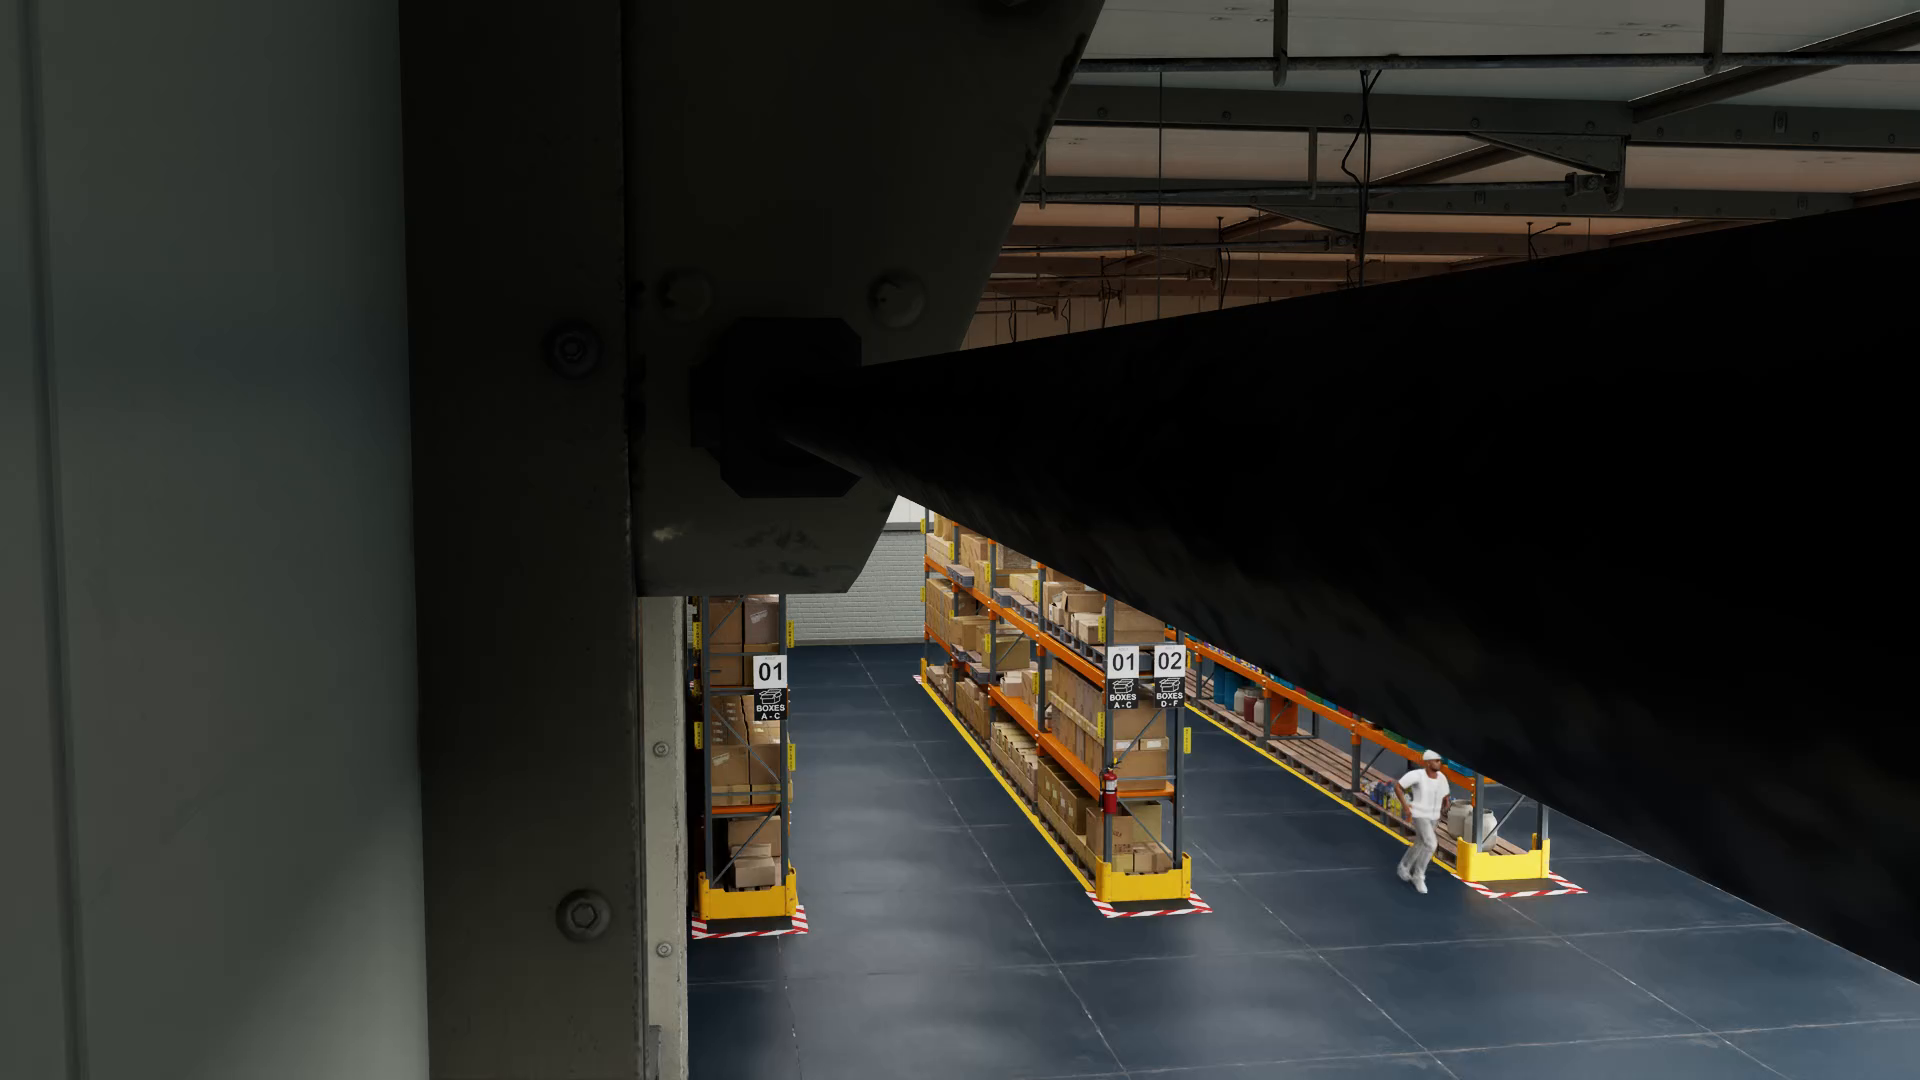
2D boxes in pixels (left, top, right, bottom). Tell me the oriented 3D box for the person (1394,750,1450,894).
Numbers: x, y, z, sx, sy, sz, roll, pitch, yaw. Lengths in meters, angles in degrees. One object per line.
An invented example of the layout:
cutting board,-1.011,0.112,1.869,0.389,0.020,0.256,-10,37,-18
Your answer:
person,6.002,3.589,21.414,0.675,1.796,0.696,-3,6,-33

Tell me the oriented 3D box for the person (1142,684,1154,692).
person,3.346,2.782,30.342,0.643,1.836,0.800,-2,5,-17
